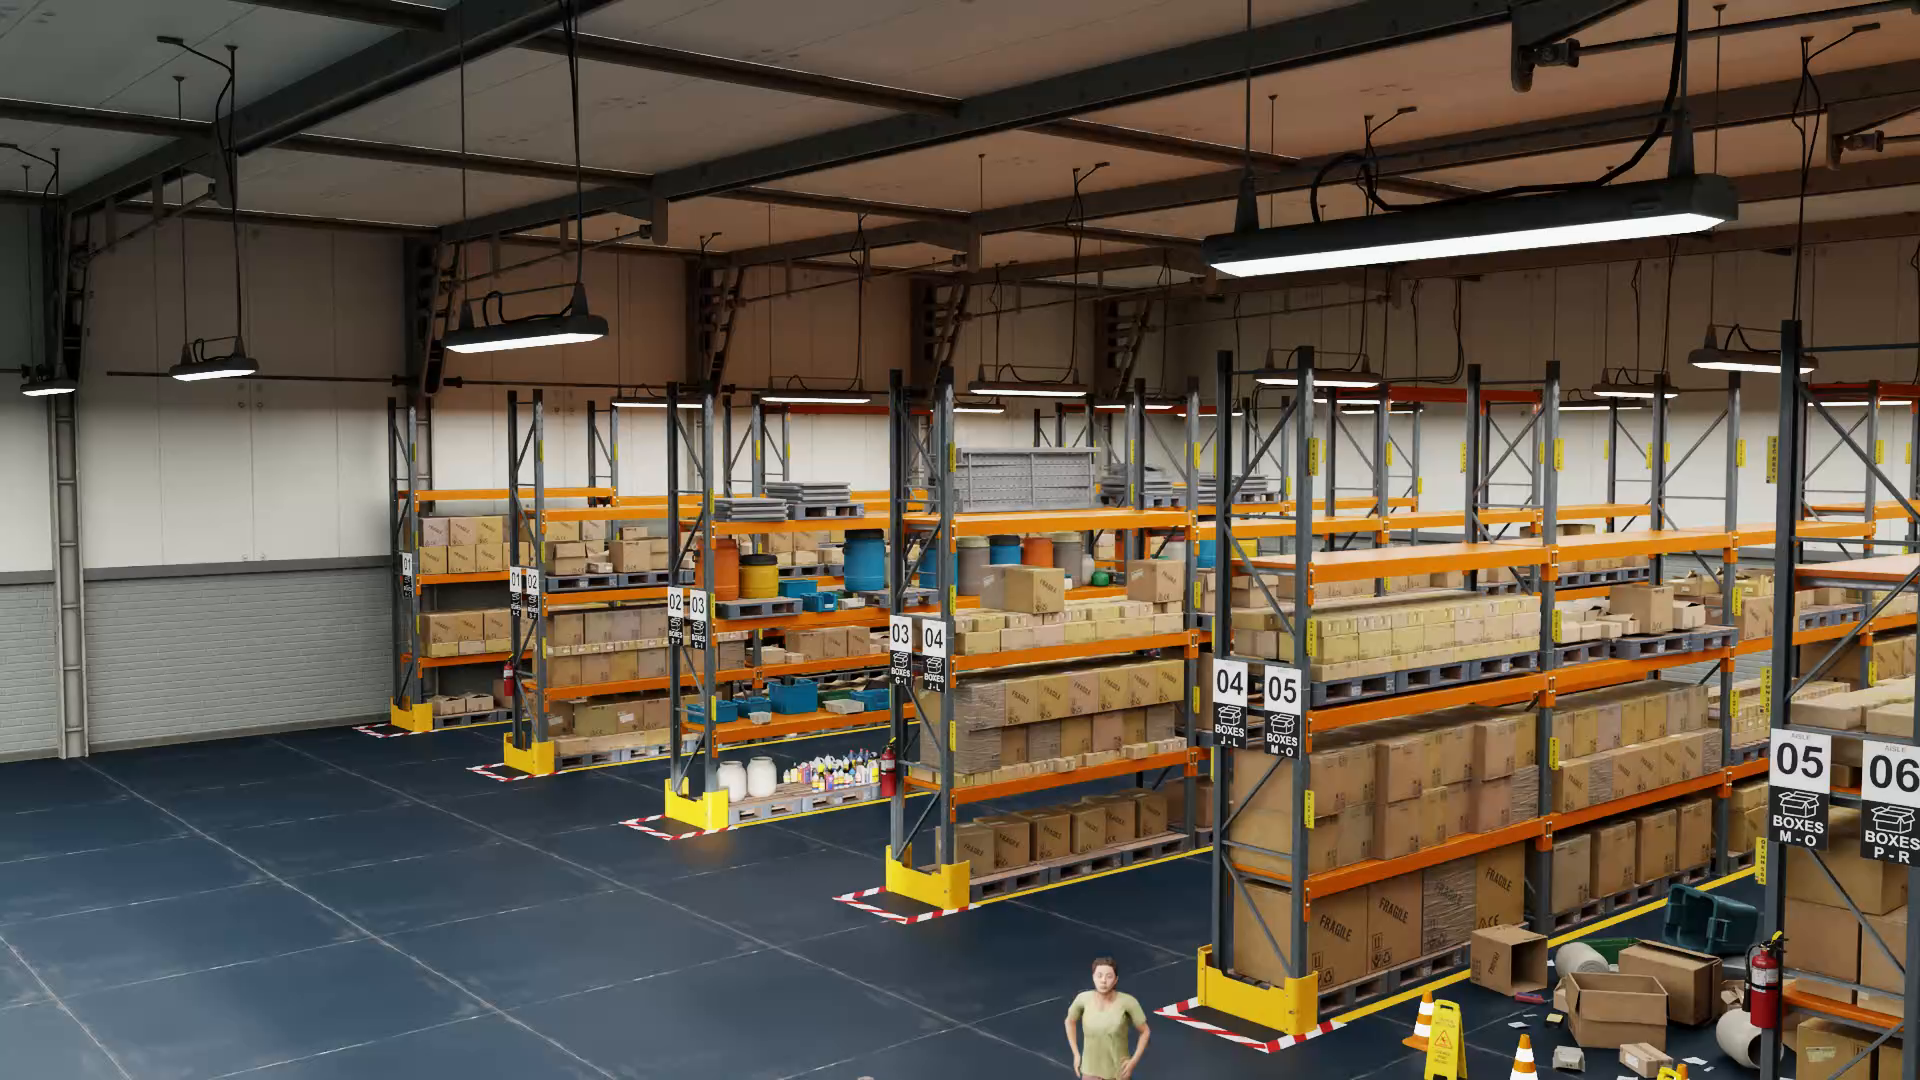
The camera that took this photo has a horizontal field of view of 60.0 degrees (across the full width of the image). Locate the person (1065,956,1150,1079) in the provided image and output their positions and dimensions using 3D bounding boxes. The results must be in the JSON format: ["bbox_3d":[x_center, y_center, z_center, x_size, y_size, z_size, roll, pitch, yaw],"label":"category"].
[{"bbox_3d":[1.015,3.677,11.507,0.596,1.655,0.797,0,3,8],"label":"person"}]
